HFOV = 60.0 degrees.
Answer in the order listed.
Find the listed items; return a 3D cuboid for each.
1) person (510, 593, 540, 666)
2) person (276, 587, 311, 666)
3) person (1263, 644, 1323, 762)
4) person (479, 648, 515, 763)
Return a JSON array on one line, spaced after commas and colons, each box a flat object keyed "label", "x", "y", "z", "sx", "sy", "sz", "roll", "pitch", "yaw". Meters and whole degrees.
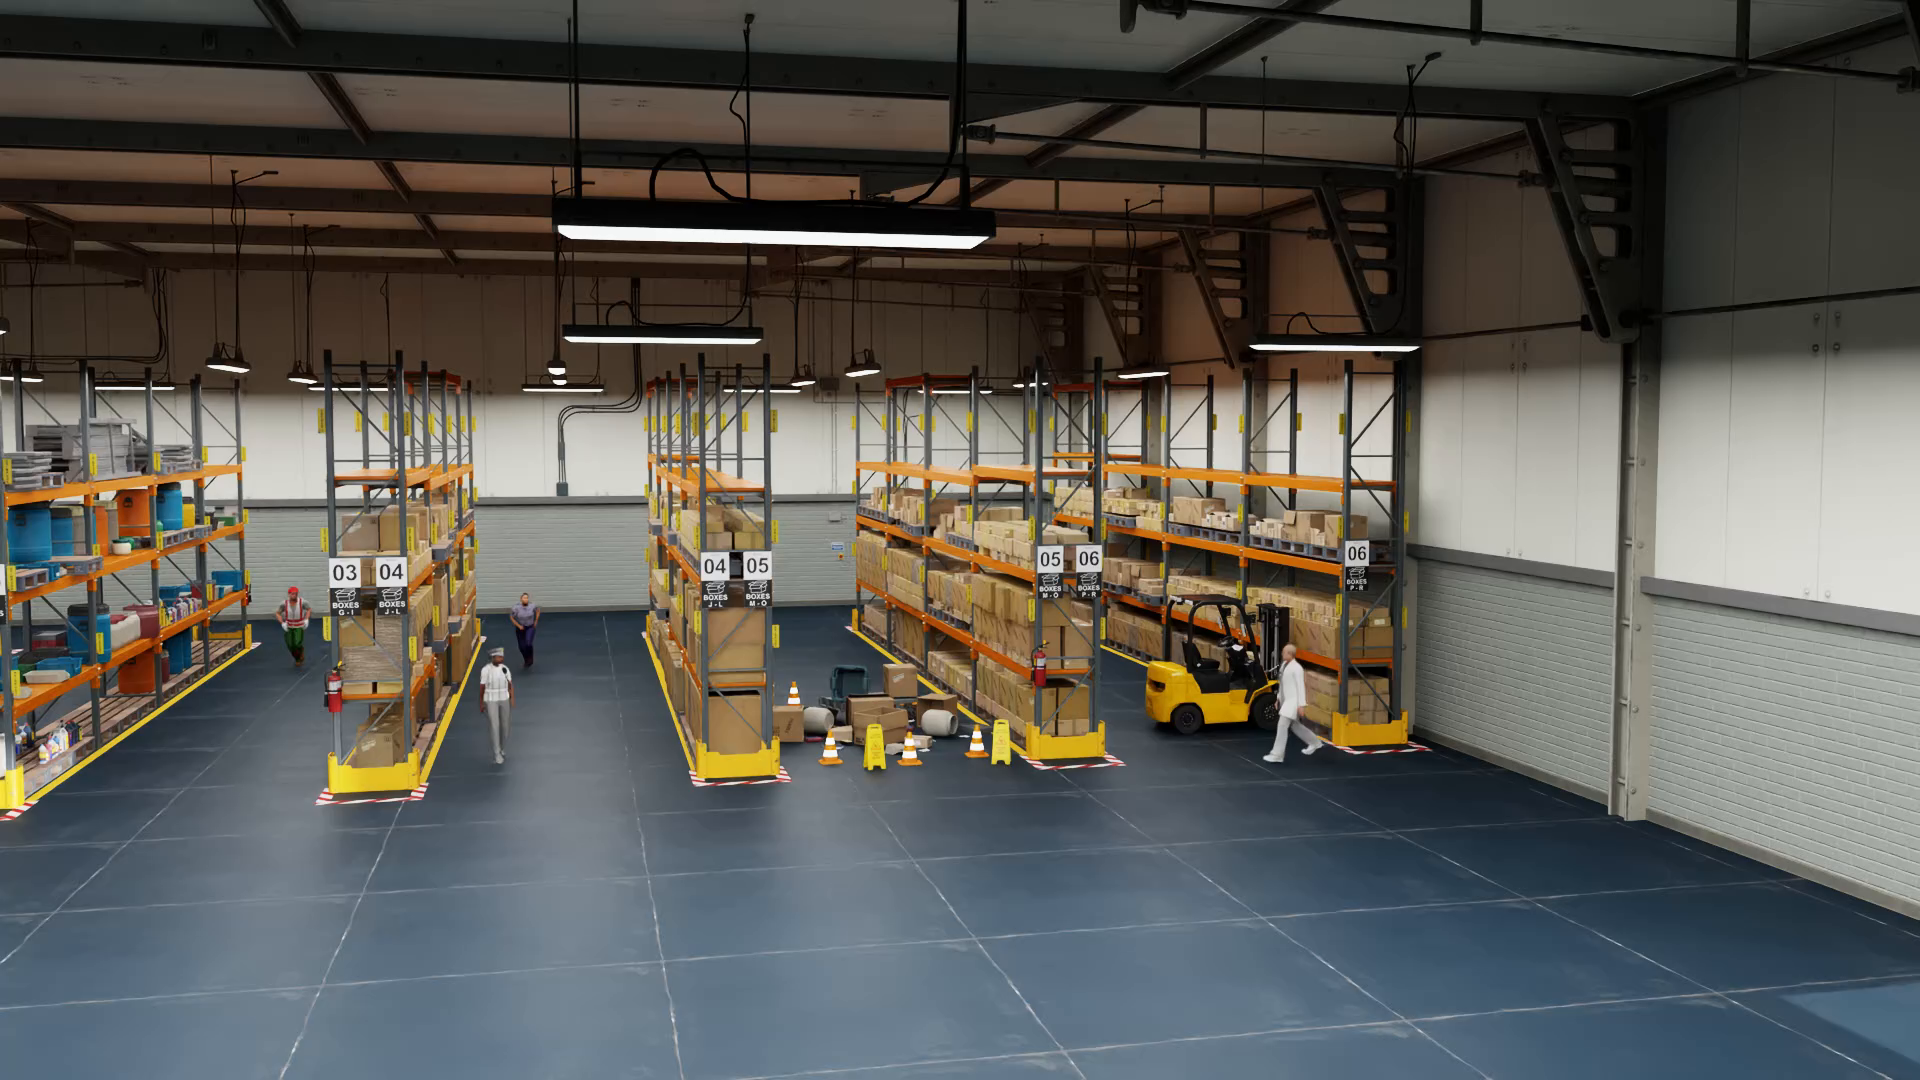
[{"label": "person", "x": -8.936, "y": 1.887, "z": 34.200, "sx": 0.555, "sy": 1.478, "sz": 0.749, "roll": 0, "pitch": 4, "yaw": -3}, {"label": "person", "x": -13.735, "y": 1.783, "z": 34.279, "sx": 0.623, "sy": 1.684, "sz": 0.631, "roll": 0, "pitch": 4, "yaw": -5}, {"label": "person", "x": 4.954, "y": 2.409, "z": 24.693, "sx": 1.099, "sy": 1.738, "sz": 0.637, "roll": -1, "pitch": 4, "yaw": -20}, {"label": "person", "x": -6.891, "y": 2.460, "z": 24.936, "sx": 0.477, "sy": 1.668, "sz": 0.731, "roll": -3, "pitch": 5, "yaw": -37}]
